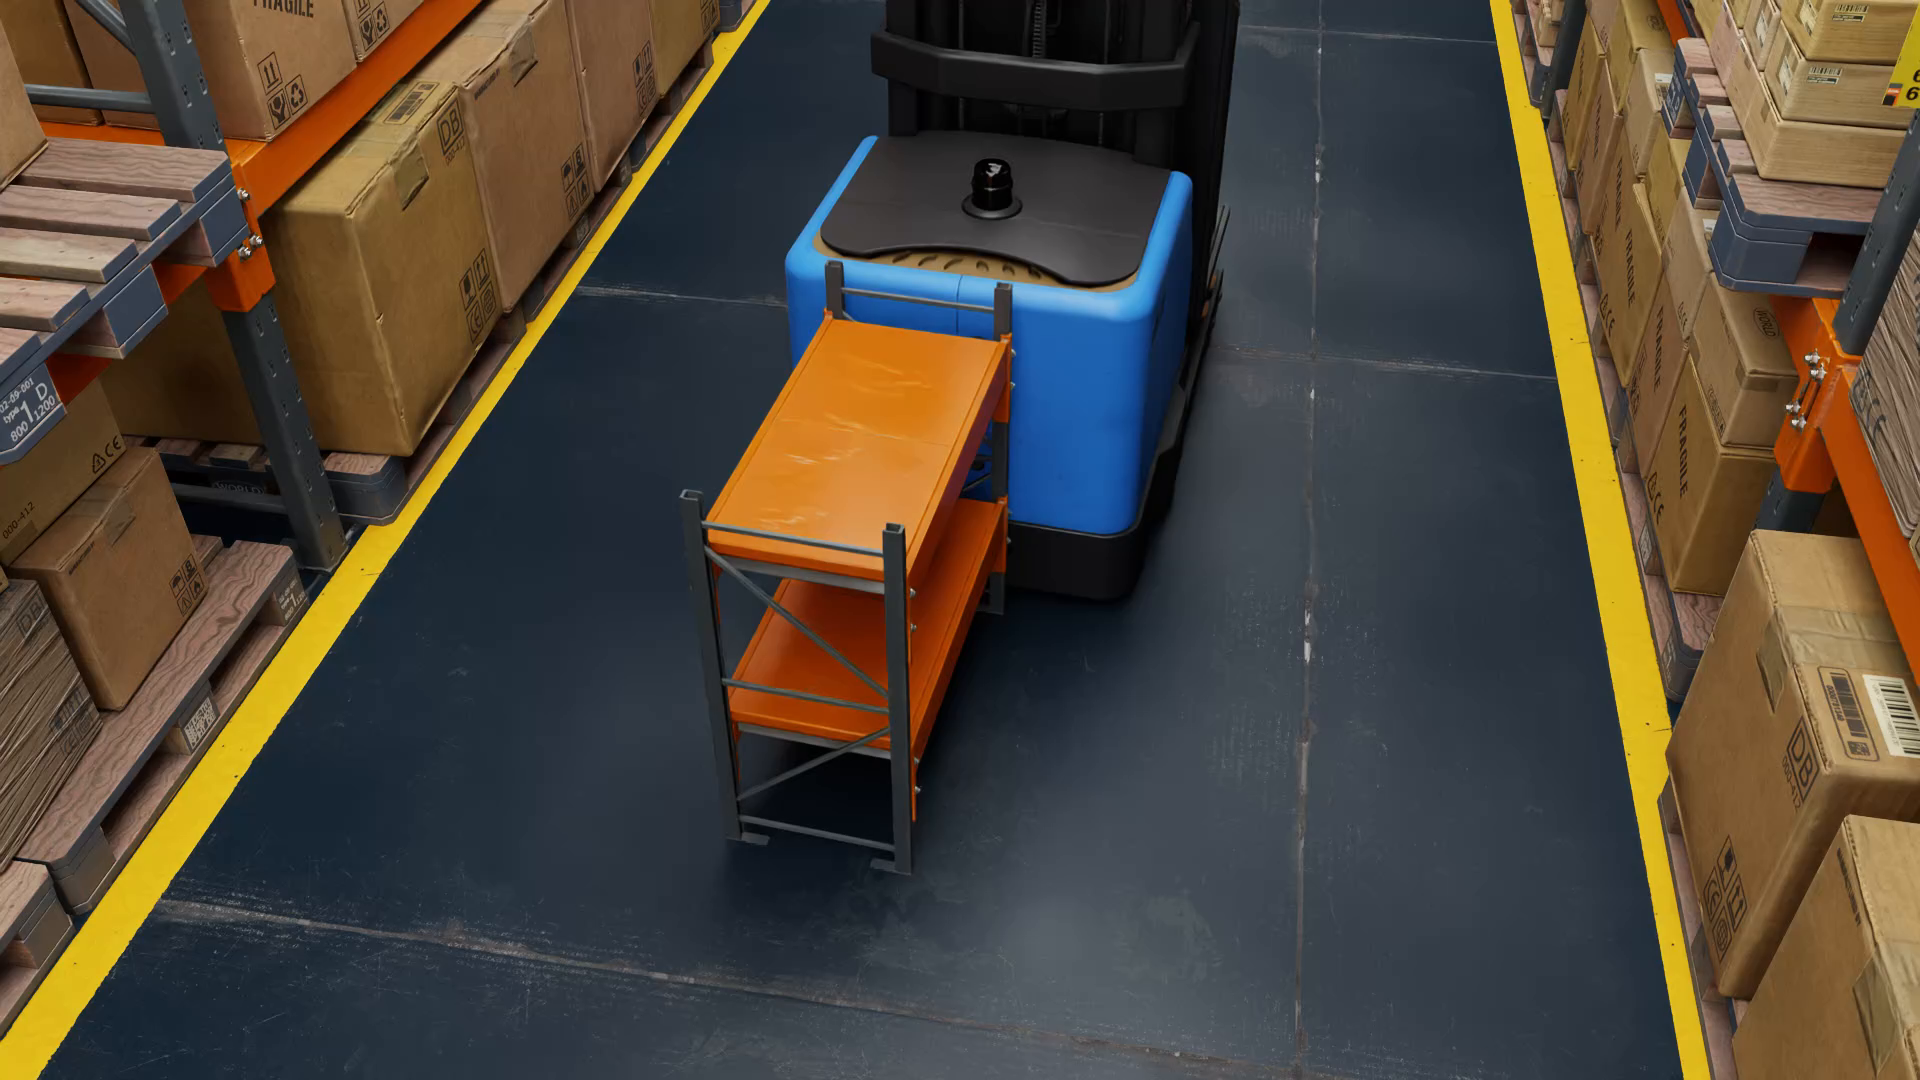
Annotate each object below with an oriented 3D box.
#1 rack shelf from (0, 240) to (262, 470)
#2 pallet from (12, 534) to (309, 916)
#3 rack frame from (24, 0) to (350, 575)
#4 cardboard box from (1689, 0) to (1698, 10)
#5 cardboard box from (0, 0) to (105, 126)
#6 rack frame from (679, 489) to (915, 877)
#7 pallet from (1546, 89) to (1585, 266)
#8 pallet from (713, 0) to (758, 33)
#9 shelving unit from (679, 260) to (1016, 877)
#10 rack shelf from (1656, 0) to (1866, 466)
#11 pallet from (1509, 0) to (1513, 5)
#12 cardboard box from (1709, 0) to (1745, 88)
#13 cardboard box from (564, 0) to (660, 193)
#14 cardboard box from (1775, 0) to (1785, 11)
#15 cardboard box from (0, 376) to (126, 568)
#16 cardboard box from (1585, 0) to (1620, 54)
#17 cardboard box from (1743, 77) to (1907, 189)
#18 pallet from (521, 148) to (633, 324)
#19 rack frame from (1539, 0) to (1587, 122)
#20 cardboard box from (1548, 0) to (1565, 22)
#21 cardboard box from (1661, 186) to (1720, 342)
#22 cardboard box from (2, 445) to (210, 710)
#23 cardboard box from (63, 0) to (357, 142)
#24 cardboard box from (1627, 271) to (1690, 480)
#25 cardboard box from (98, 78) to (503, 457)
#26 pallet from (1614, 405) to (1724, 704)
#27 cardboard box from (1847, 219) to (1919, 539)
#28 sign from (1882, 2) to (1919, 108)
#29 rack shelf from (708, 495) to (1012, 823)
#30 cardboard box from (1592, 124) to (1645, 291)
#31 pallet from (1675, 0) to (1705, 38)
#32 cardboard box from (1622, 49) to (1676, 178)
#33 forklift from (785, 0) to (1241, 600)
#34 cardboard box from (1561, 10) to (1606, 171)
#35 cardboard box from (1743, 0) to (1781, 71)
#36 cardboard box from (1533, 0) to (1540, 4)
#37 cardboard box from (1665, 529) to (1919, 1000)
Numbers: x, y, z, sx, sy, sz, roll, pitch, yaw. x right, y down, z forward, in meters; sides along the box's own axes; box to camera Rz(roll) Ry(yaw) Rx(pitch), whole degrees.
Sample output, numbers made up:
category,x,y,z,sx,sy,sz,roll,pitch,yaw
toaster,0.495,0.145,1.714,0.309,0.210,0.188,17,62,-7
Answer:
category,x,y,z,sx,sy,sz,roll,pitch,yaw
rack shelf,-2.761,0.390,2.989,1.077,0.370,4.000,6,40,8
pallet,-2.551,0.423,4.573,1.003,0.211,1.213,6,40,8
rack frame,-2.415,-1.142,4.278,1.000,3.000,0.127,6,40,8
cardboard box,2.266,-1.599,4.698,0.380,0.149,0.250,5,40,6
cardboard box,-2.573,-1.518,4.653,0.500,0.500,0.500,8,40,9
rack frame,-0.362,0.371,3.918,0.500,1.125,0.032,9,40,11
pallet,3.012,-1.479,6.873,1.003,0.211,1.213,6,40,8
pallet,-1.514,-3.046,8.769,1.003,0.211,1.213,6,40,8
shelving unit,-0.236,0.058,4.297,0.538,1.125,1.048,9,40,11
rack shelf,2.799,-1.510,5.287,1.077,0.370,4.000,6,40,8
pallet,3.435,-3.161,8.907,1.003,0.211,1.213,6,40,8
cardboard box,2.174,-1.274,4.305,0.380,0.149,0.250,7,40,8
cardboard box,-1.967,-2.031,6.690,1.225,0.875,0.875,5,40,6
cardboard box,2.132,-1.342,3.919,0.380,0.149,0.250,6,40,7
cardboard box,-2.501,-0.214,4.182,0.500,0.250,0.500,8,40,9
cardboard box,2.757,-2.095,6.474,0.500,0.250,0.500,5,40,6
cardboard box,2.086,-0.957,3.921,0.380,0.149,0.250,7,40,8
pallet,-1.991,-1.317,6.678,1.003,0.211,1.213,6,40,8
rack frame,3.145,-3.042,6.576,1.000,3.000,0.127,6,40,8
cardboard box,2.887,-2.453,7.537,0.380,0.149,0.250,7,40,9
cardboard box,2.390,-0.796,4.902,0.500,0.250,0.500,7,40,8
cardboard box,-2.511,0.074,4.423,0.700,0.500,0.500,4,40,5
cardboard box,-2.062,-1.456,4.578,0.500,0.500,0.500,8,40,9
cardboard box,2.403,-0.498,5.130,0.500,0.500,0.500,8,40,9
cardboard box,-2.275,-0.916,5.342,1.225,0.875,0.875,5,40,6
pallet,2.590,0.053,5.021,1.003,0.211,1.213,6,40,8
cardboard box,2.109,-0.318,3.203,0.500,0.500,0.500,7,40,8
sign,1.917,-1.002,3.261,0.100,0.325,0.005,6,40,8
rack shelf,-0.236,0.246,4.453,0.538,0.278,1.000,9,40,11
cardboard box,2.589,-1.144,5.911,0.500,0.500,0.500,7,40,8
pallet,2.755,-1.705,5.108,1.003,0.211,1.213,6,40,8
cardboard box,2.575,-1.441,5.683,0.500,0.250,0.500,8,40,9
forklift,0.366,-1.899,5.247,1.130,2.935,3.031,9,40,11
cardboard box,2.756,-1.806,6.713,0.500,0.500,0.500,8,40,9
cardboard box,2.135,-1.240,4.029,0.380,0.149,0.250,8,40,9
cardboard box,2.987,-2.716,8.089,0.380,0.149,0.250,5,40,6
cardboard box,2.259,0.546,3.672,1.050,0.750,0.750,6,40,7
